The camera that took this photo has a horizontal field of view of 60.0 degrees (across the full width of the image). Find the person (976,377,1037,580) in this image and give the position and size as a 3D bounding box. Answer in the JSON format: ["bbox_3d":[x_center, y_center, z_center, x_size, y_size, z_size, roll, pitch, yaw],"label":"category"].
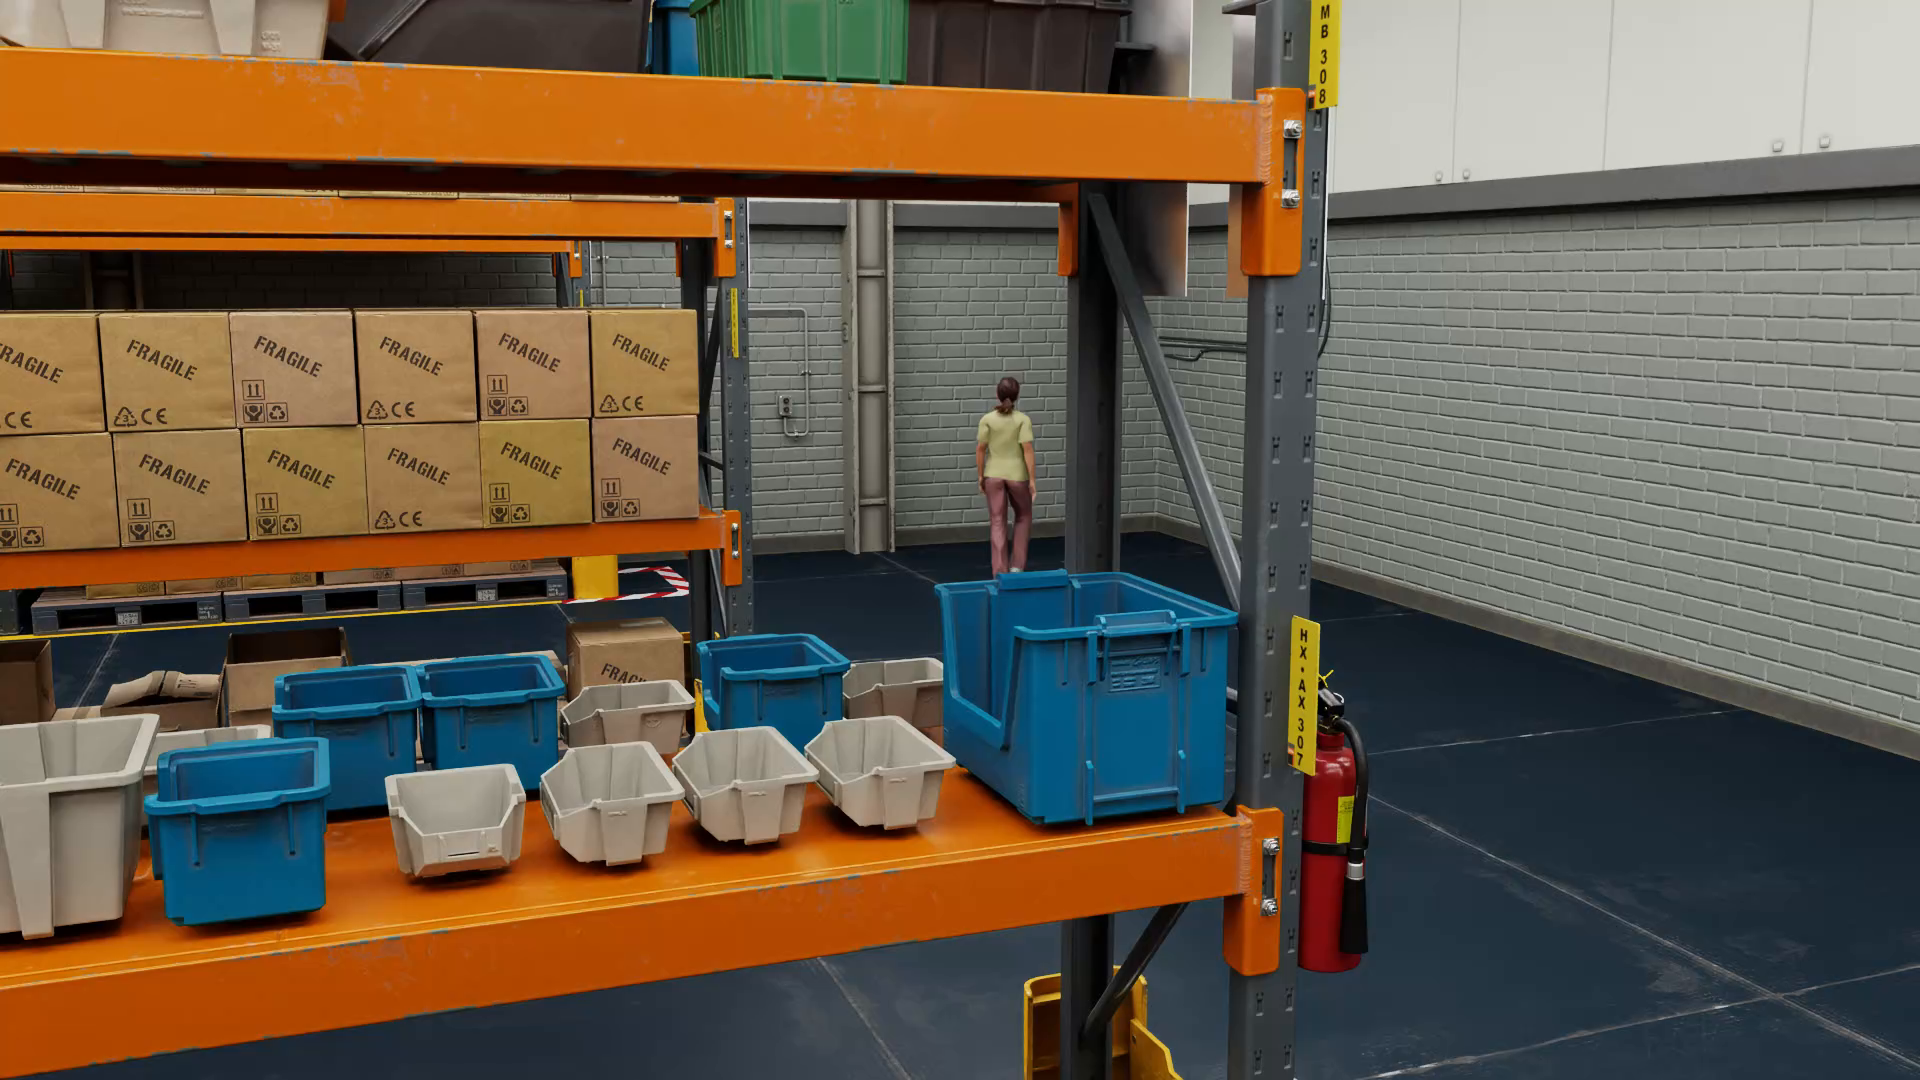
[{"bbox_3d":[0.371,-0.430,13.161,0.489,1.722,0.577,1,9,6],"label":"person"}]
